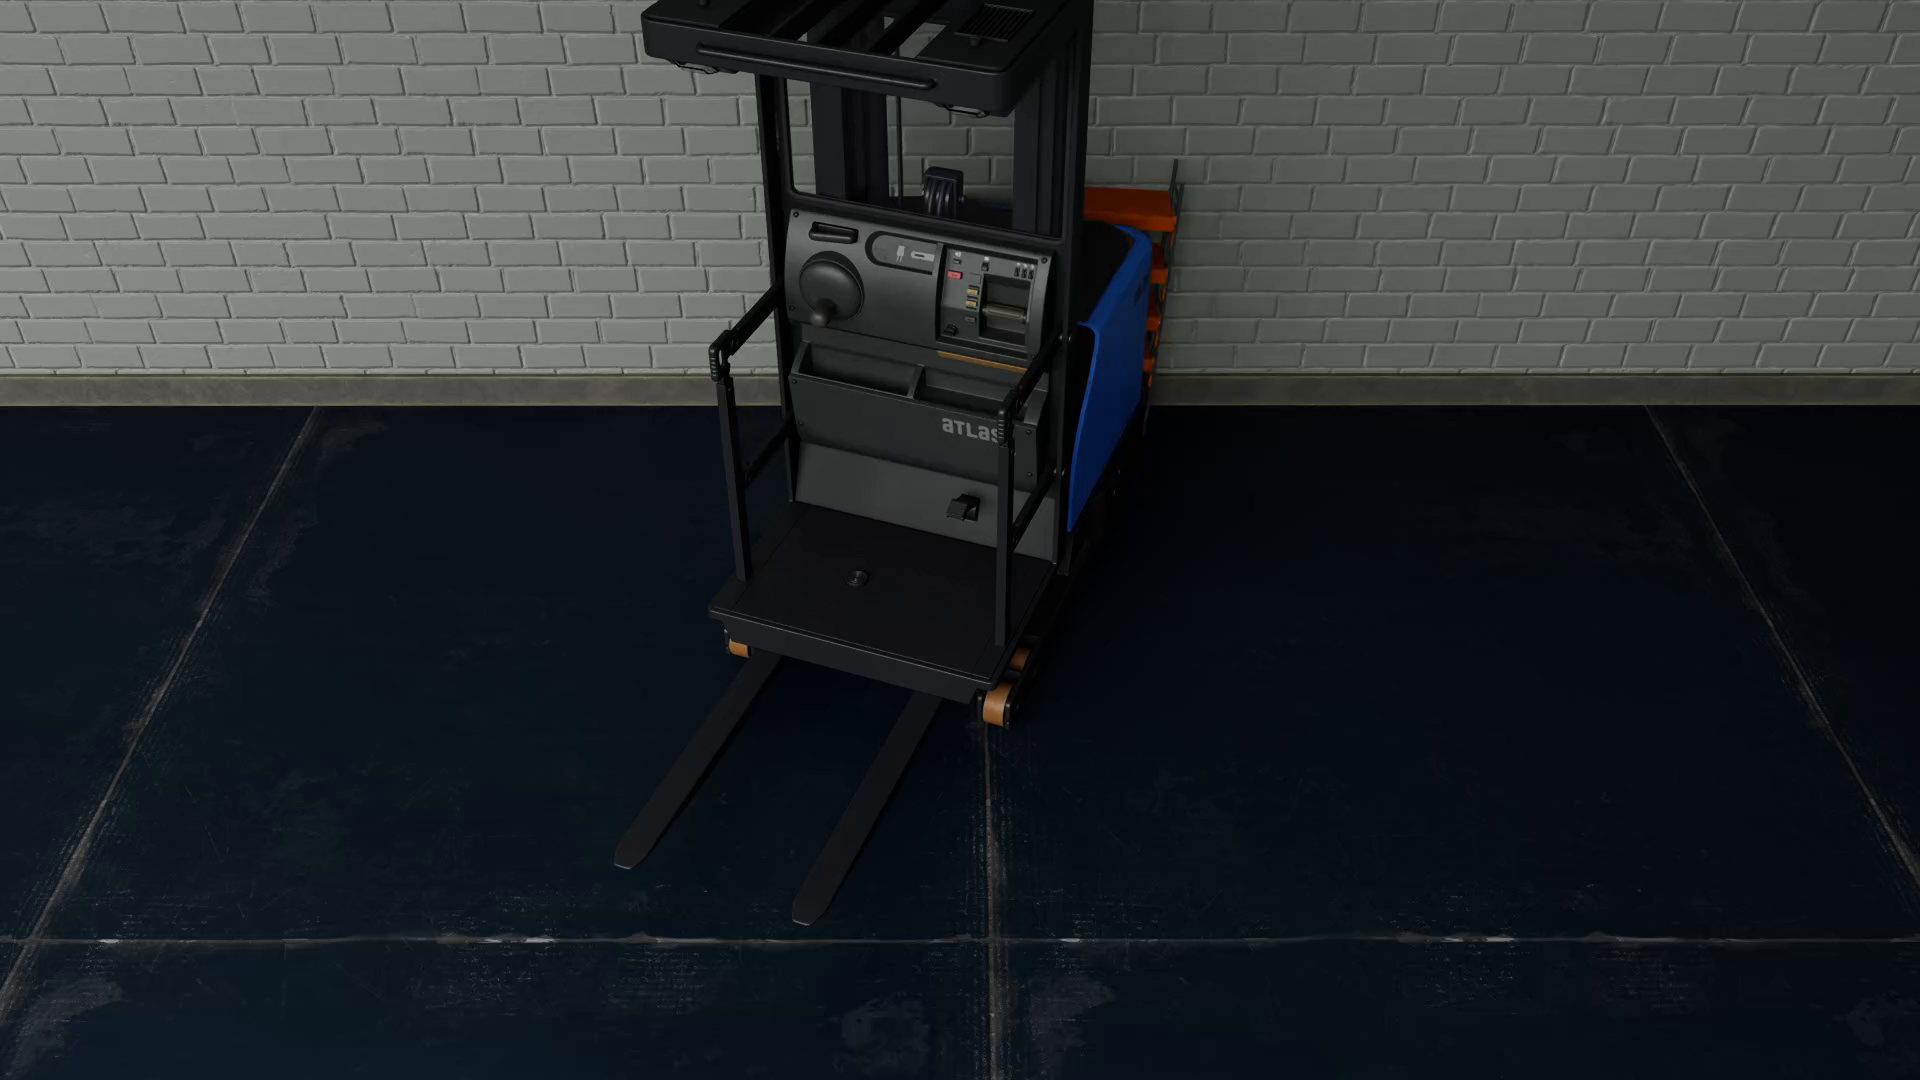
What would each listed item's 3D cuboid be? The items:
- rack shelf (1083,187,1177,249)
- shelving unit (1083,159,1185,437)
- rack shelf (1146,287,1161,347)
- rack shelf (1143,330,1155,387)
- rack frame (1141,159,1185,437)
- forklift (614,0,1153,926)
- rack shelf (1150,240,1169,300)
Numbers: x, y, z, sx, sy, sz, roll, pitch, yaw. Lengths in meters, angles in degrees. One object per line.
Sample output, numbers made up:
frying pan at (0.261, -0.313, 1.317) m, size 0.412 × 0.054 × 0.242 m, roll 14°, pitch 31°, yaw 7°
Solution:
rack shelf at (0.626, -1.328, 6.802) m, size 0.480 × 0.148 × 0.258 m, roll 3°, pitch 37°, yaw -3°
shelving unit at (0.600, -1.016, 7.039) m, size 0.503 × 1.200 × 0.258 m, roll 3°, pitch 37°, yaw -3°
rack shelf at (0.596, -0.963, 7.080) m, size 0.480 × 0.148 × 0.258 m, roll 3°, pitch 37°, yaw -3°
rack shelf at (0.583, -0.805, 7.200) m, size 0.480 × 0.148 × 0.258 m, roll 3°, pitch 37°, yaw -3°
rack frame at (0.844, -1.005, 7.051) m, size 0.015 × 1.200 × 0.240 m, roll 3°, pitch 37°, yaw -3°
forklift at (-0.222, -0.778, 5.377) m, size 1.130 × 2.935 × 3.031 m, roll 13°, pitch 41°, yaw 16°
rack shelf at (0.610, -1.140, 6.945) m, size 0.480 × 0.148 × 0.258 m, roll 3°, pitch 37°, yaw -3°
